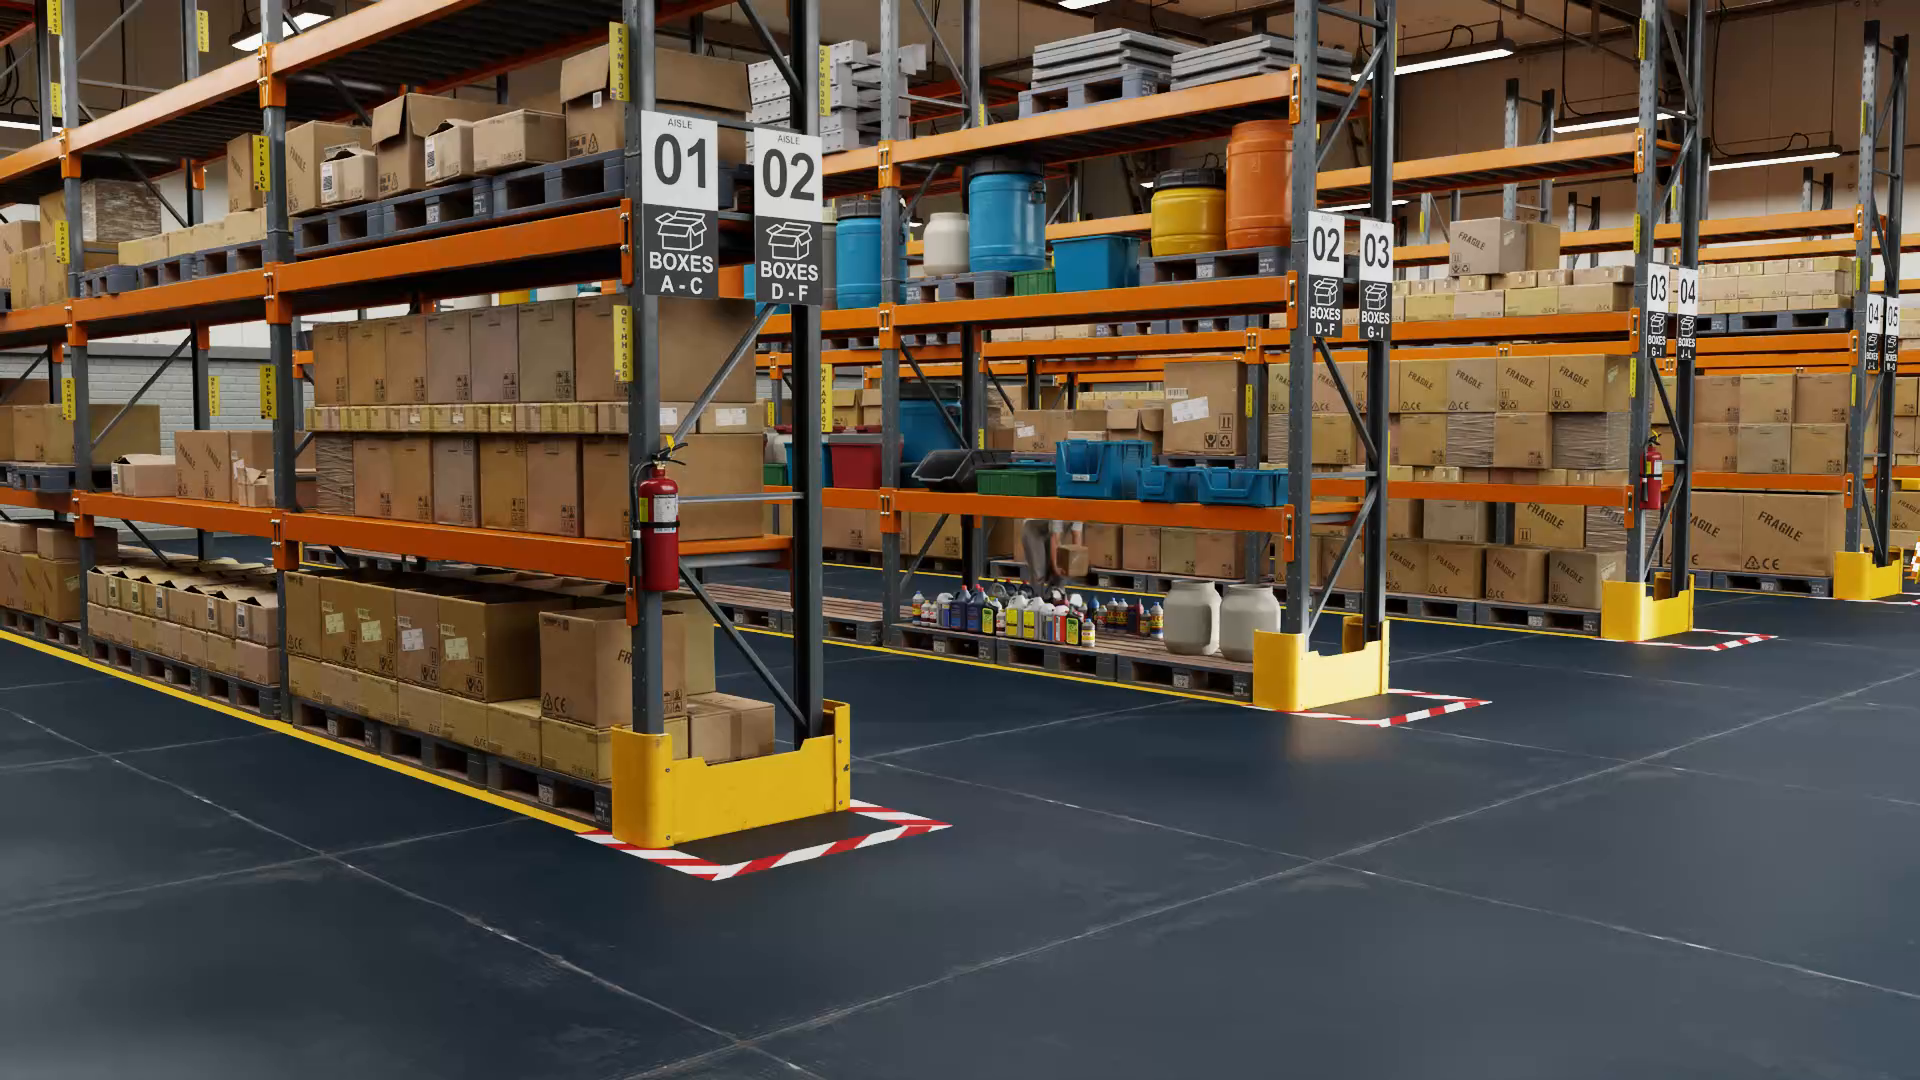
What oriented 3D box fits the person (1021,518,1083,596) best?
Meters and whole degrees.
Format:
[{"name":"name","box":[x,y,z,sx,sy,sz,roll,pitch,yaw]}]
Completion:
[{"name":"person","box":[0.897,0.150,14.971,0.409,1.315,0.812,-3,5,-40]}]
